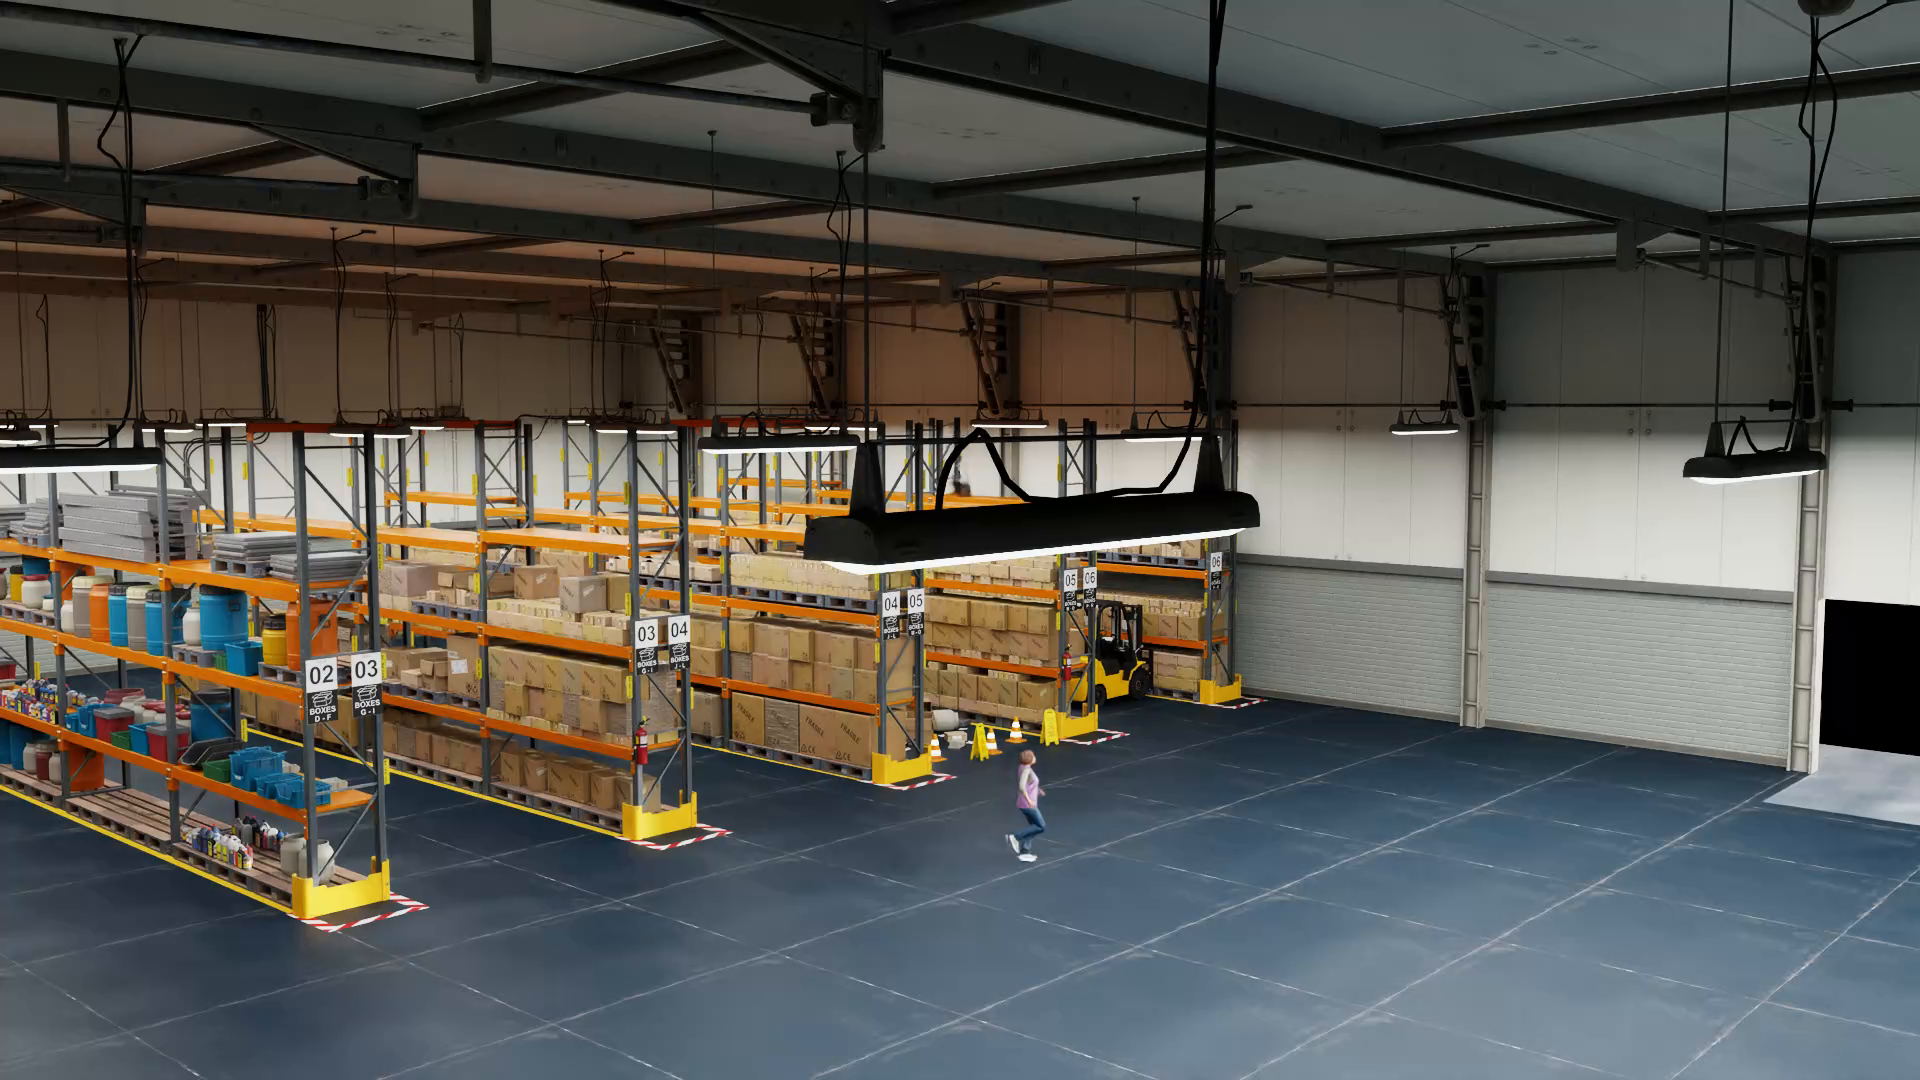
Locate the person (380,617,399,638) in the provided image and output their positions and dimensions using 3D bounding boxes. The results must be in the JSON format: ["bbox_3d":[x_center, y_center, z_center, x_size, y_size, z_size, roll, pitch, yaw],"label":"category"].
[{"bbox_3d":[-13.686,2.237,39.749,0.804,1.699,0.535,4,6,42],"label":"person"}]

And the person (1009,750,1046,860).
[{"bbox_3d":[0.931,3.676,23.036,0.521,1.556,0.588,0,5,-4],"label":"person"}]
